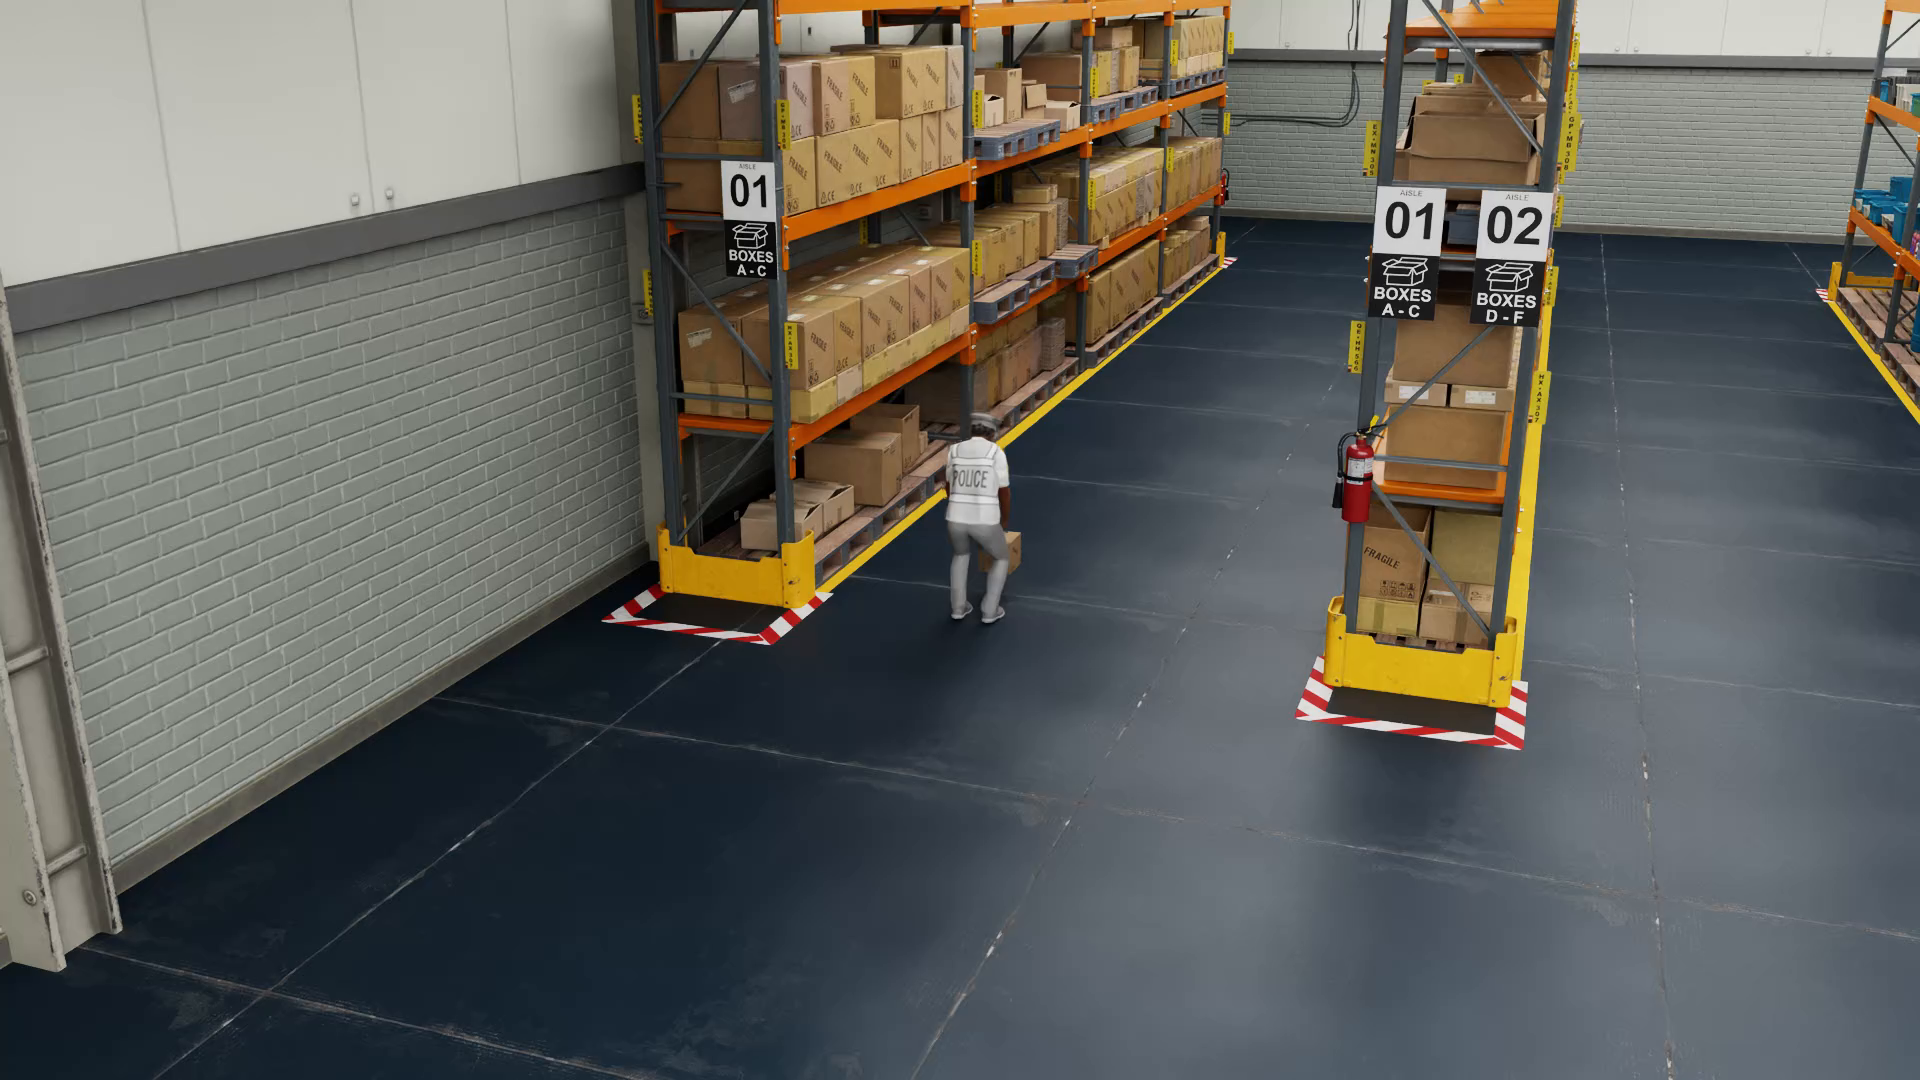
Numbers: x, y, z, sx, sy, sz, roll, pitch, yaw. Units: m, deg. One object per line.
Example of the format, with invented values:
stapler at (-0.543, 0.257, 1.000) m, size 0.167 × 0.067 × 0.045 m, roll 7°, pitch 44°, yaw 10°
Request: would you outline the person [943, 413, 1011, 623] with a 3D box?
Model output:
person at (0.109, -0.158, 11.855) m, size 0.492 × 1.464 × 0.649 m, roll 7°, pitch 20°, yaw 19°
